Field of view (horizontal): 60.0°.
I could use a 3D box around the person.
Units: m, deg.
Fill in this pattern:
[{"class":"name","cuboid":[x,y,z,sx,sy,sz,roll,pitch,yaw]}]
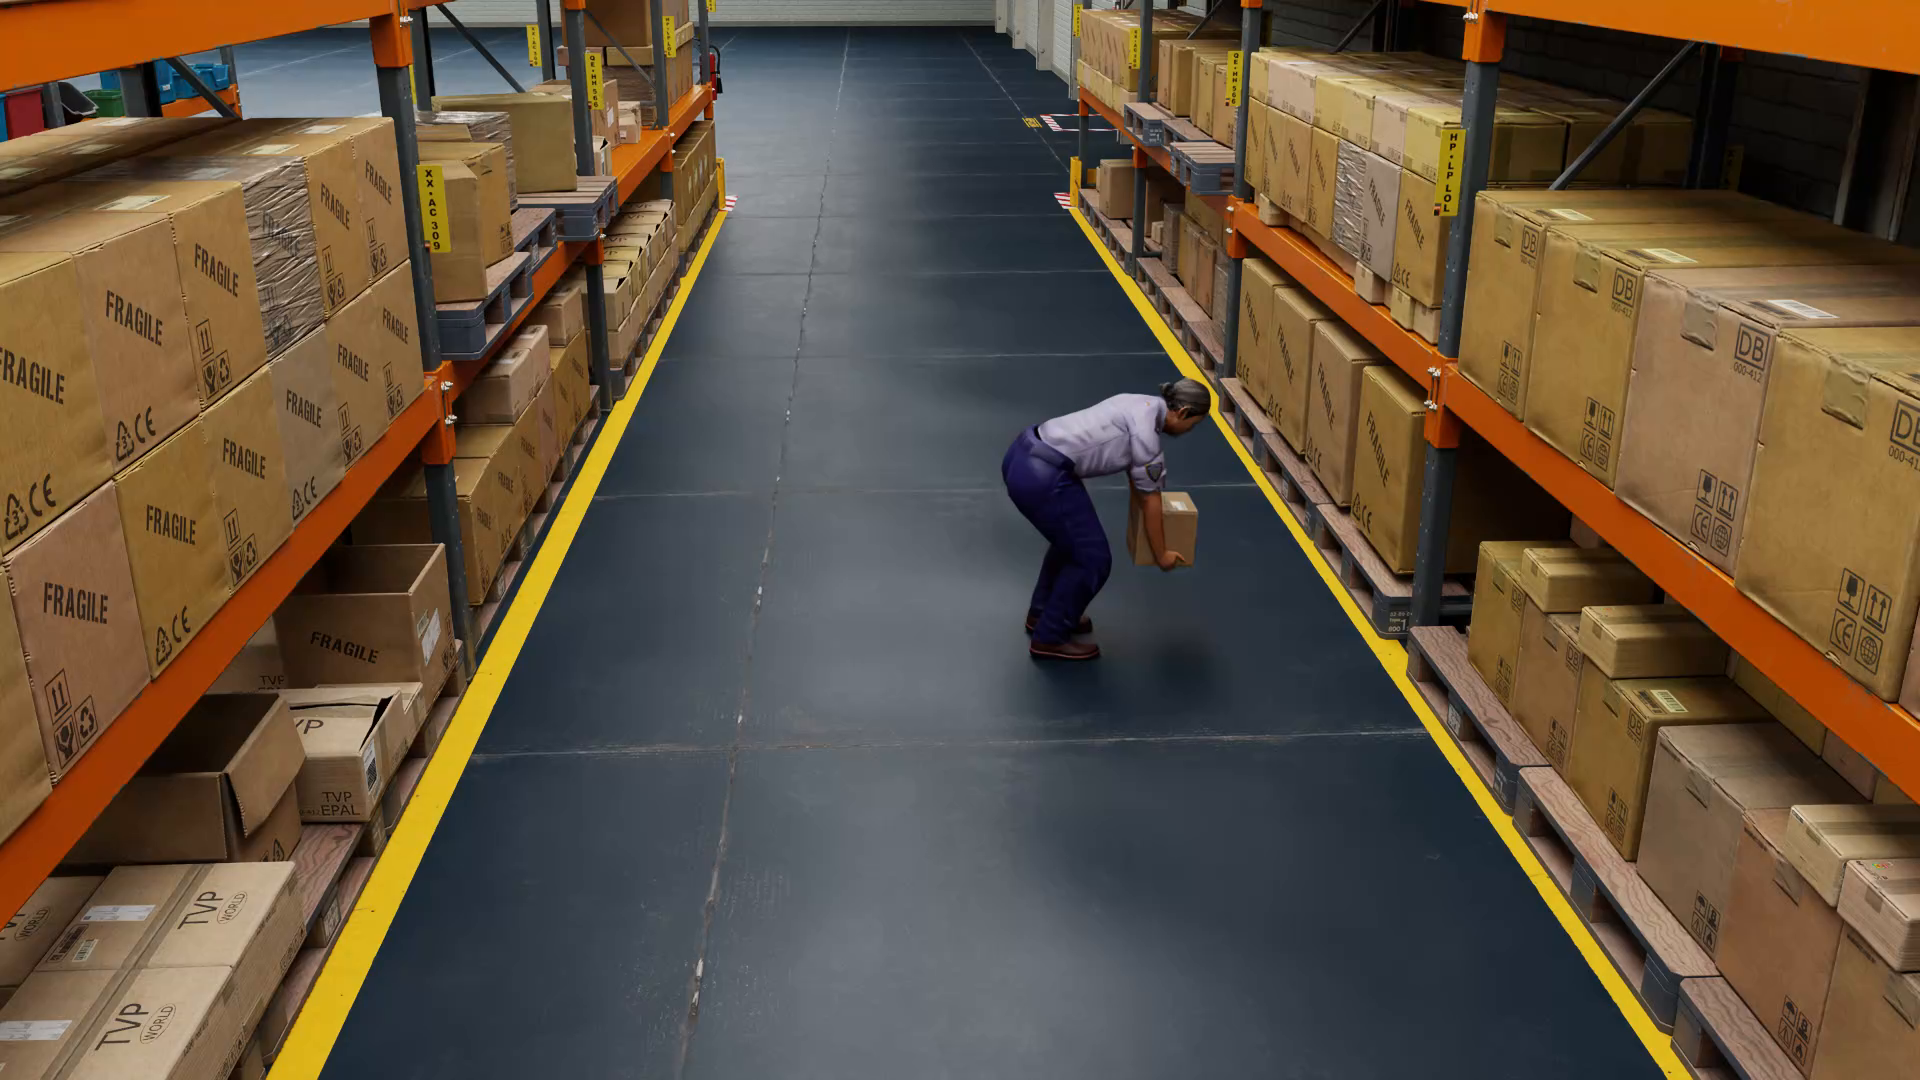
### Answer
[{"class":"person","cuboid":[0.613,-0.098,7.067,0.867,1.158,0.487,-2,21,-5]}]
